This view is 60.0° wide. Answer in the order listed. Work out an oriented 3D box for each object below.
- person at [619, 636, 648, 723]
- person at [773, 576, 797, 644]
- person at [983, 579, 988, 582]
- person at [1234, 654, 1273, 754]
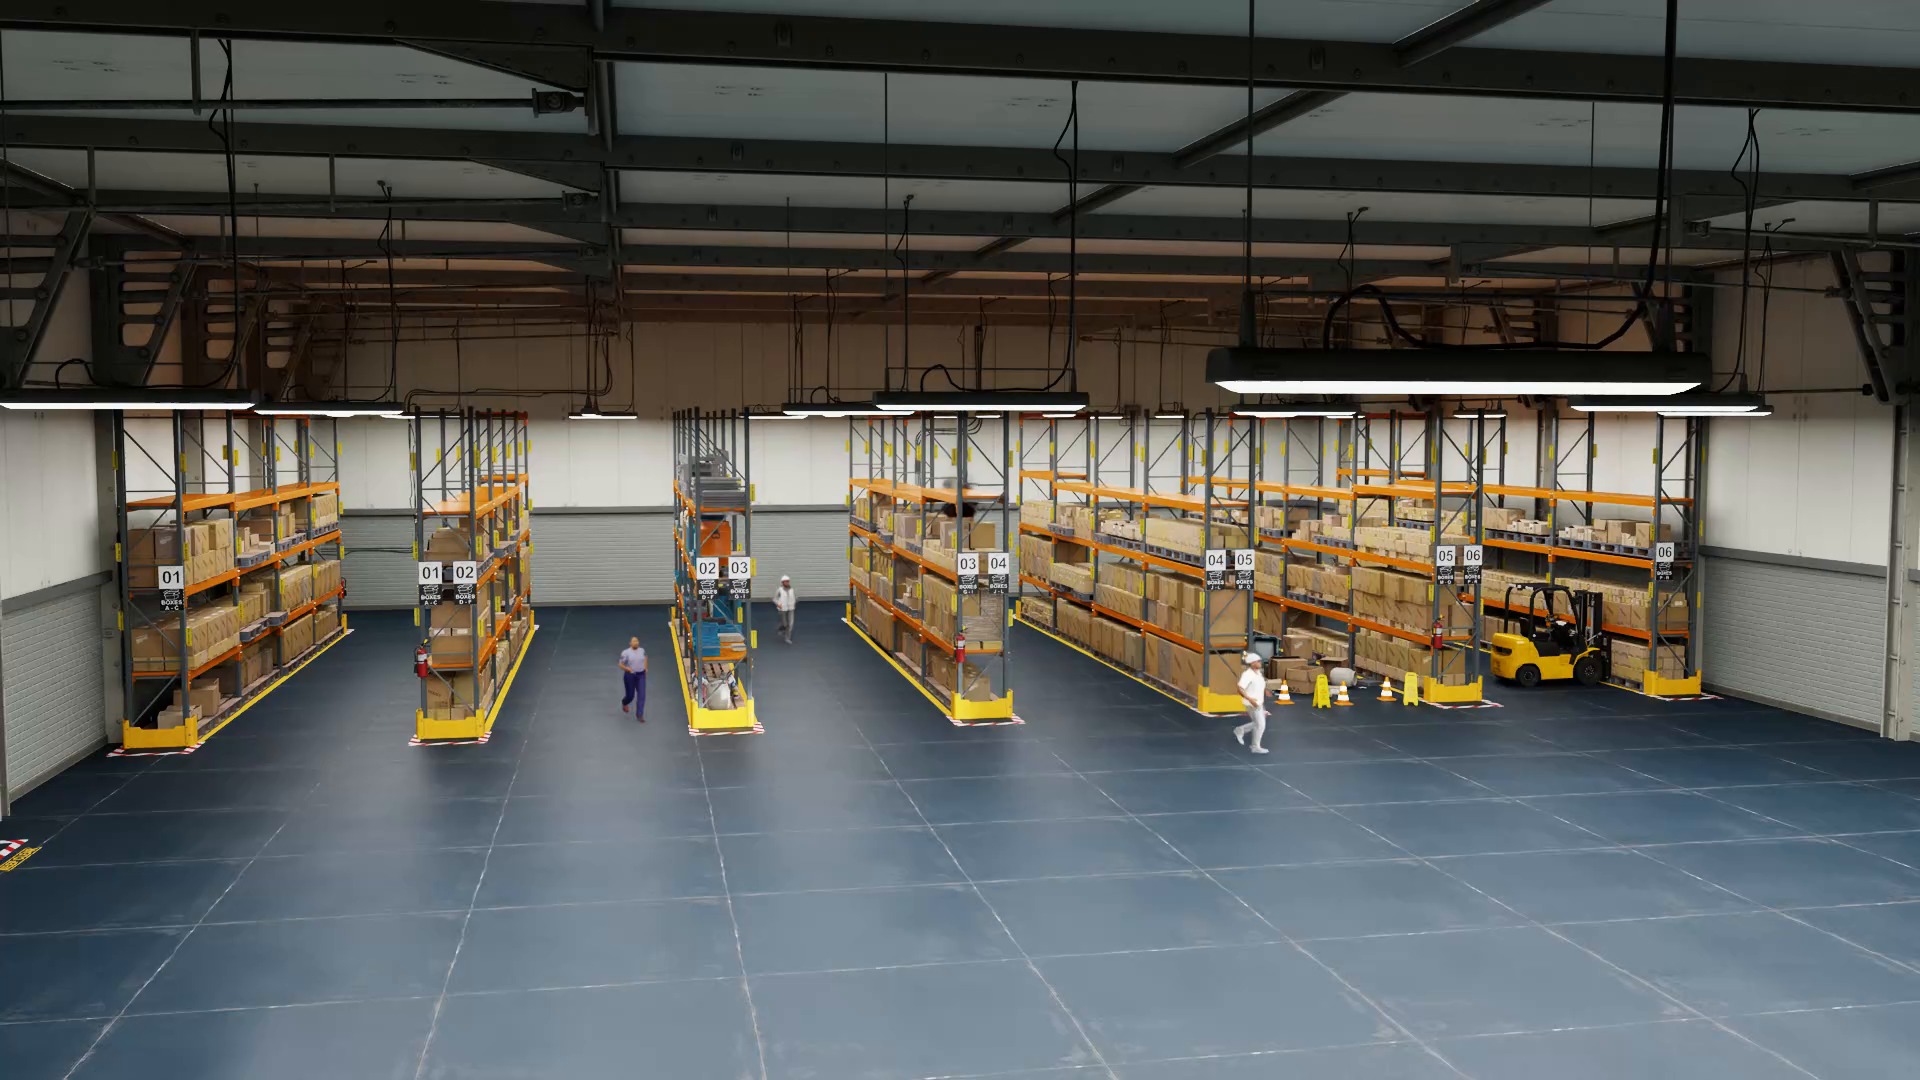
[{"bbox_3d":[-6.219,2.641,31.815,0.609,1.622,0.886,-2,5,-29],"label":"person"},{"bbox_3d":[-4.518,1.799,43.132,0.661,1.742,0.714,-2,5,-26],"label":"person"},{"bbox_3d":[0.679,1.803,43.509,0.561,1.678,0.620,-1,4,-14],"label":"person"},{"bbox_3d":[5.026,2.816,28.731,0.671,1.727,0.696,2,5,29],"label":"person"}]
